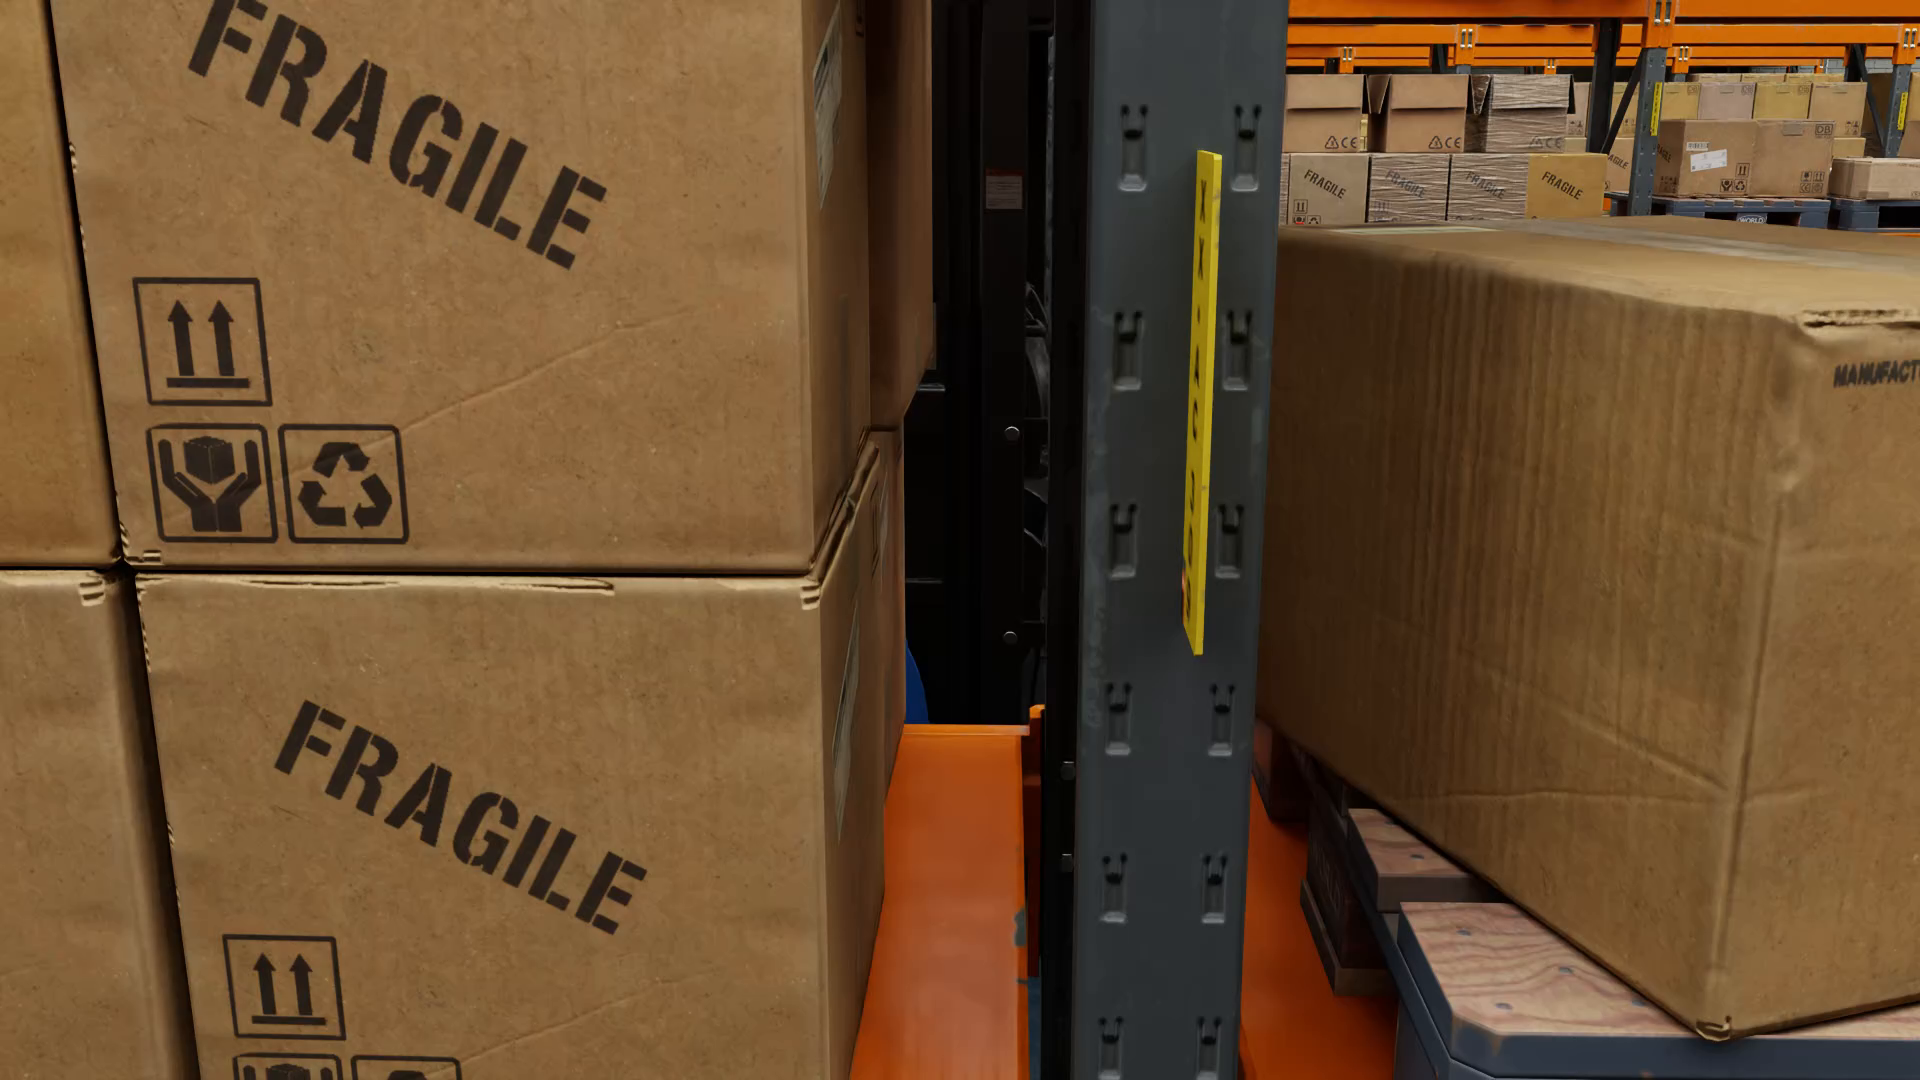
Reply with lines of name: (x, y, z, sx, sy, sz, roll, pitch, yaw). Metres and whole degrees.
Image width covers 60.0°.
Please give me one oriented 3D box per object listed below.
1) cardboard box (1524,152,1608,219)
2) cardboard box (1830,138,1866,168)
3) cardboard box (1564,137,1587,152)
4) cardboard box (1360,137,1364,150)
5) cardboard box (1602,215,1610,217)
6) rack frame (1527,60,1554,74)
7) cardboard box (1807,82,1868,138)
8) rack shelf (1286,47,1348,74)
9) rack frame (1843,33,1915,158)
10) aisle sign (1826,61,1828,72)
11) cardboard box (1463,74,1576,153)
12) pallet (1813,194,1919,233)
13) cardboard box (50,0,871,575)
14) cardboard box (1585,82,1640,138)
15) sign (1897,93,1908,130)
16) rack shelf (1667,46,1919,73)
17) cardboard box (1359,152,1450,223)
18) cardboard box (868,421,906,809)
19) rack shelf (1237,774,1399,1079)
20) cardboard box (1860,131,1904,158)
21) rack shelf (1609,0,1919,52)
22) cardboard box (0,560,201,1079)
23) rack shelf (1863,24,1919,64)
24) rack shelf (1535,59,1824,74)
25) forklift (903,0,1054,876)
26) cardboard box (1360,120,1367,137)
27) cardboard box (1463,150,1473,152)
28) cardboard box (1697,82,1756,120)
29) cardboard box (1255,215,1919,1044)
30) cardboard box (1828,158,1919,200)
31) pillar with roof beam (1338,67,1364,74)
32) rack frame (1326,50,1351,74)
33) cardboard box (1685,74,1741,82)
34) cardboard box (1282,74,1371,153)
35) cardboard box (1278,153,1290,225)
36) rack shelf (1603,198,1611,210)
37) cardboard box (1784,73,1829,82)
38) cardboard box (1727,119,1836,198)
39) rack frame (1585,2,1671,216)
cardboard box: (3.922, -2.300, 10.981, 0.500, 0.500, 0.500, 1, 15, 3)
cardboard box: (8.119, -3.533, 15.656, 0.500, 0.500, 0.500, 0, 15, 1)
cardboard box: (5.599, -3.550, 15.719, 0.500, 0.500, 0.500, 0, 15, 1)
cardboard box: (3.614, -3.691, 15.535, 0.250, 0.149, 0.380, 1, 15, 3)
cardboard box: (9.779, -4.865, 25.467, 0.500, 0.250, 0.500, 0, 15, 0)
rack frame: (8.796, -6.079, 25.500, 0.127, 3.000, 1.000, 0, 15, 1)
cardboard box: (8.151, -4.083, 15.781, 0.500, 0.500, 0.700, 0, 15, 0)
rack shelf: (2.675, -5.954, 20.559, 4.000, 0.370, 1.077, 0, 15, 1)
rack frame: (8.648, -3.550, 15.914, 0.127, 3.000, 1.000, 0, 15, 1)
aisle sign: (12.853, -7.234, 24.784, 0.004, 0.787, 0.394, 0, 15, 1)
cardboard box: (3.691, -2.854, 11.114, 0.637, 0.503, 0.797, 1, 15, 3)
pallet: (6.401, -2.216, 11.236, 1.213, 0.211, 1.003, 0, 15, 1)
cardboard box: (-0.346, -0.280, 1.367, 0.500, 0.500, 0.500, 0, 15, 2)
cardboard box: (6.116, -4.096, 15.830, 0.500, 0.500, 0.700, 0, 15, 1)
sign: (8.644, -3.933, 15.252, 0.005, 0.325, 0.100, 0, 15, 1)
rack shelf: (10.672, -5.902, 20.361, 4.000, 0.370, 1.077, 0, 15, 1)
cardboard box: (2.904, -2.307, 11.009, 0.500, 0.500, 0.500, 0, 15, 0)
cardboard box: (-0.337, 0.068, 2.008, 0.500, 0.500, 0.500, 1, 15, 3)
rack shelf: (2.165, 0.550, 1.787, 4.000, 0.370, 1.077, 0, 15, 1)
cardboard box: (9.017, -3.623, 15.898, 0.550, 0.550, 0.875, 0, 15, 1)
rack shelf: (6.421, -3.401, 10.881, 4.000, 0.370, 1.077, 0, 15, 1)
cardboard box: (-0.856, 0.200, 1.508, 0.500, 0.500, 0.500, 1, 15, 3)
rack shelf: (10.647, -4.639, 15.574, 4.000, 0.370, 1.077, 0, 15, 1)
rack shelf: (10.795, -7.168, 25.159, 4.000, 0.370, 1.077, 0, 15, 1)
forklift: (0.416, -0.561, 4.722, 3.031, 2.935, 1.130, 1, 15, 5)
cardboard box: (3.634, -3.835, 15.499, 0.250, 0.149, 0.380, 1, 15, 3)
cardboard box: (3.427, -2.435, 11.494, 0.500, 0.500, 0.500, 0, 15, 0)
cardboard box: (7.132, -4.089, 15.804, 0.500, 0.500, 0.700, 0, 15, 2)
cardboard box: (0.634, -0.003, 1.451, 0.500, 0.500, 0.700, -5, 16, -17)
cardboard box: (6.091, -2.372, 10.923, 0.500, 0.250, 0.500, 0, 15, 0)
pillar with roof beam: (6.014, -8.129, 21.511, 0.400, 9.000, 9.100, 0, 15, 1)
rack frame: (4.674, -4.839, 20.800, 0.127, 3.000, 1.000, 0, 15, 1)
cardboard box: (9.107, -5.430, 20.303, 0.500, 0.500, 0.700, 0, 15, 1)
cardboard box: (2.369, -2.861, 11.143, 0.637, 0.503, 0.797, 1, 15, 3)
cardboard box: (1.879, -2.313, 11.030, 0.500, 0.500, 0.500, 0, 15, 0)
rack shelf: (6.648, -3.215, 16.056, 4.000, 0.370, 1.077, 0, 15, 1)
cardboard box: (10.119, -5.411, 20.231, 0.500, 0.500, 0.700, 0, 15, 0)
cardboard box: (5.523, -2.591, 11.263, 0.500, 0.500, 0.700, 3, 15, 10)
rack frame: (4.421, -2.312, 11.221, 0.127, 3.000, 1.000, 0, 15, 1)
